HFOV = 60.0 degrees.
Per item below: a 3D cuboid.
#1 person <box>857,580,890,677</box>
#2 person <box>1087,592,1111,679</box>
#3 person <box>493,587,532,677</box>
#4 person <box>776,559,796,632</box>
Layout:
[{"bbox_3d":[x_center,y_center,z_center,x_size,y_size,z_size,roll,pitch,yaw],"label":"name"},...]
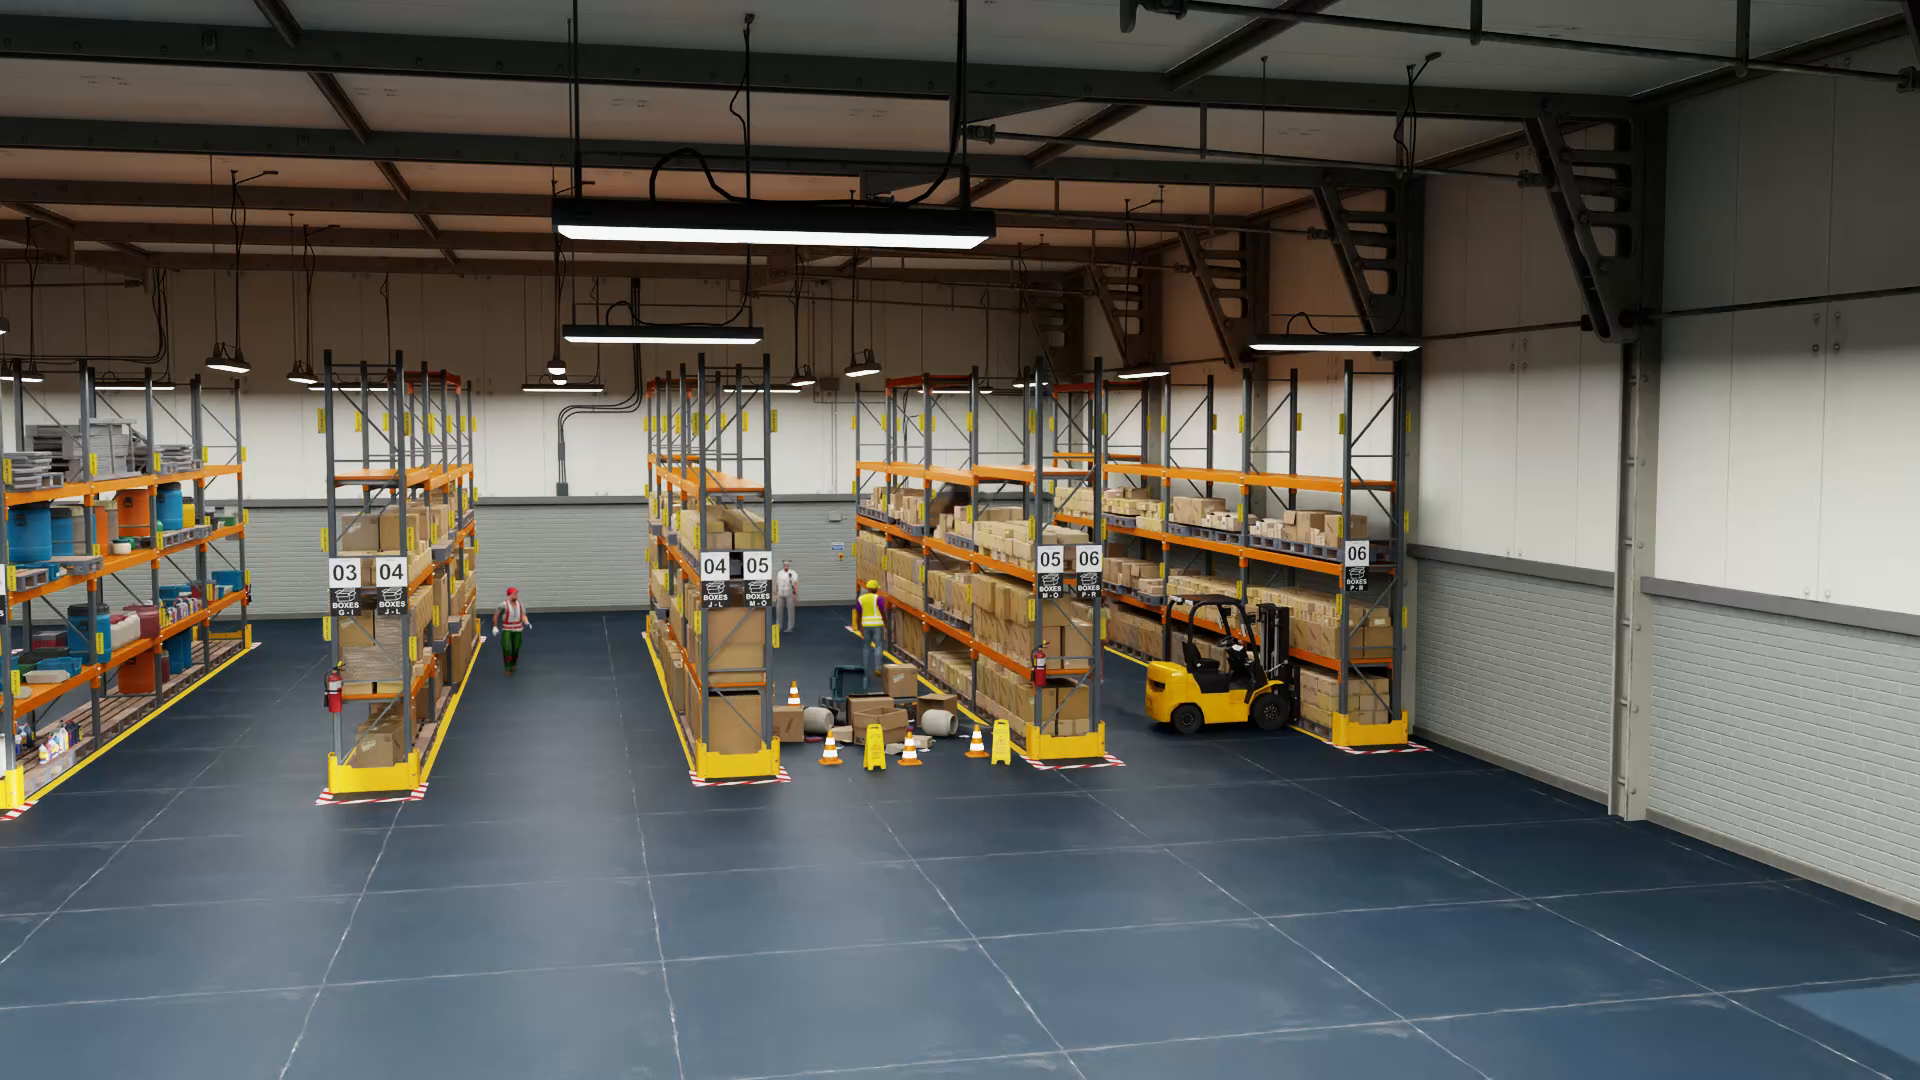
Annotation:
[{"bbox_3d":[-1.639,1.674,31.280,0.619,1.830,0.454,1,4,20],"label":"person"},{"bbox_3d":[2.505,1.728,30.229,0.489,1.588,0.566,-1,4,-17],"label":"person"},{"bbox_3d":[-8.976,1.846,33.342,0.764,1.813,0.877,-1,4,-14],"label":"person"},{"bbox_3d":[-4.231,1.359,40.060,0.527,1.807,0.462,2,4,24],"label":"person"}]
